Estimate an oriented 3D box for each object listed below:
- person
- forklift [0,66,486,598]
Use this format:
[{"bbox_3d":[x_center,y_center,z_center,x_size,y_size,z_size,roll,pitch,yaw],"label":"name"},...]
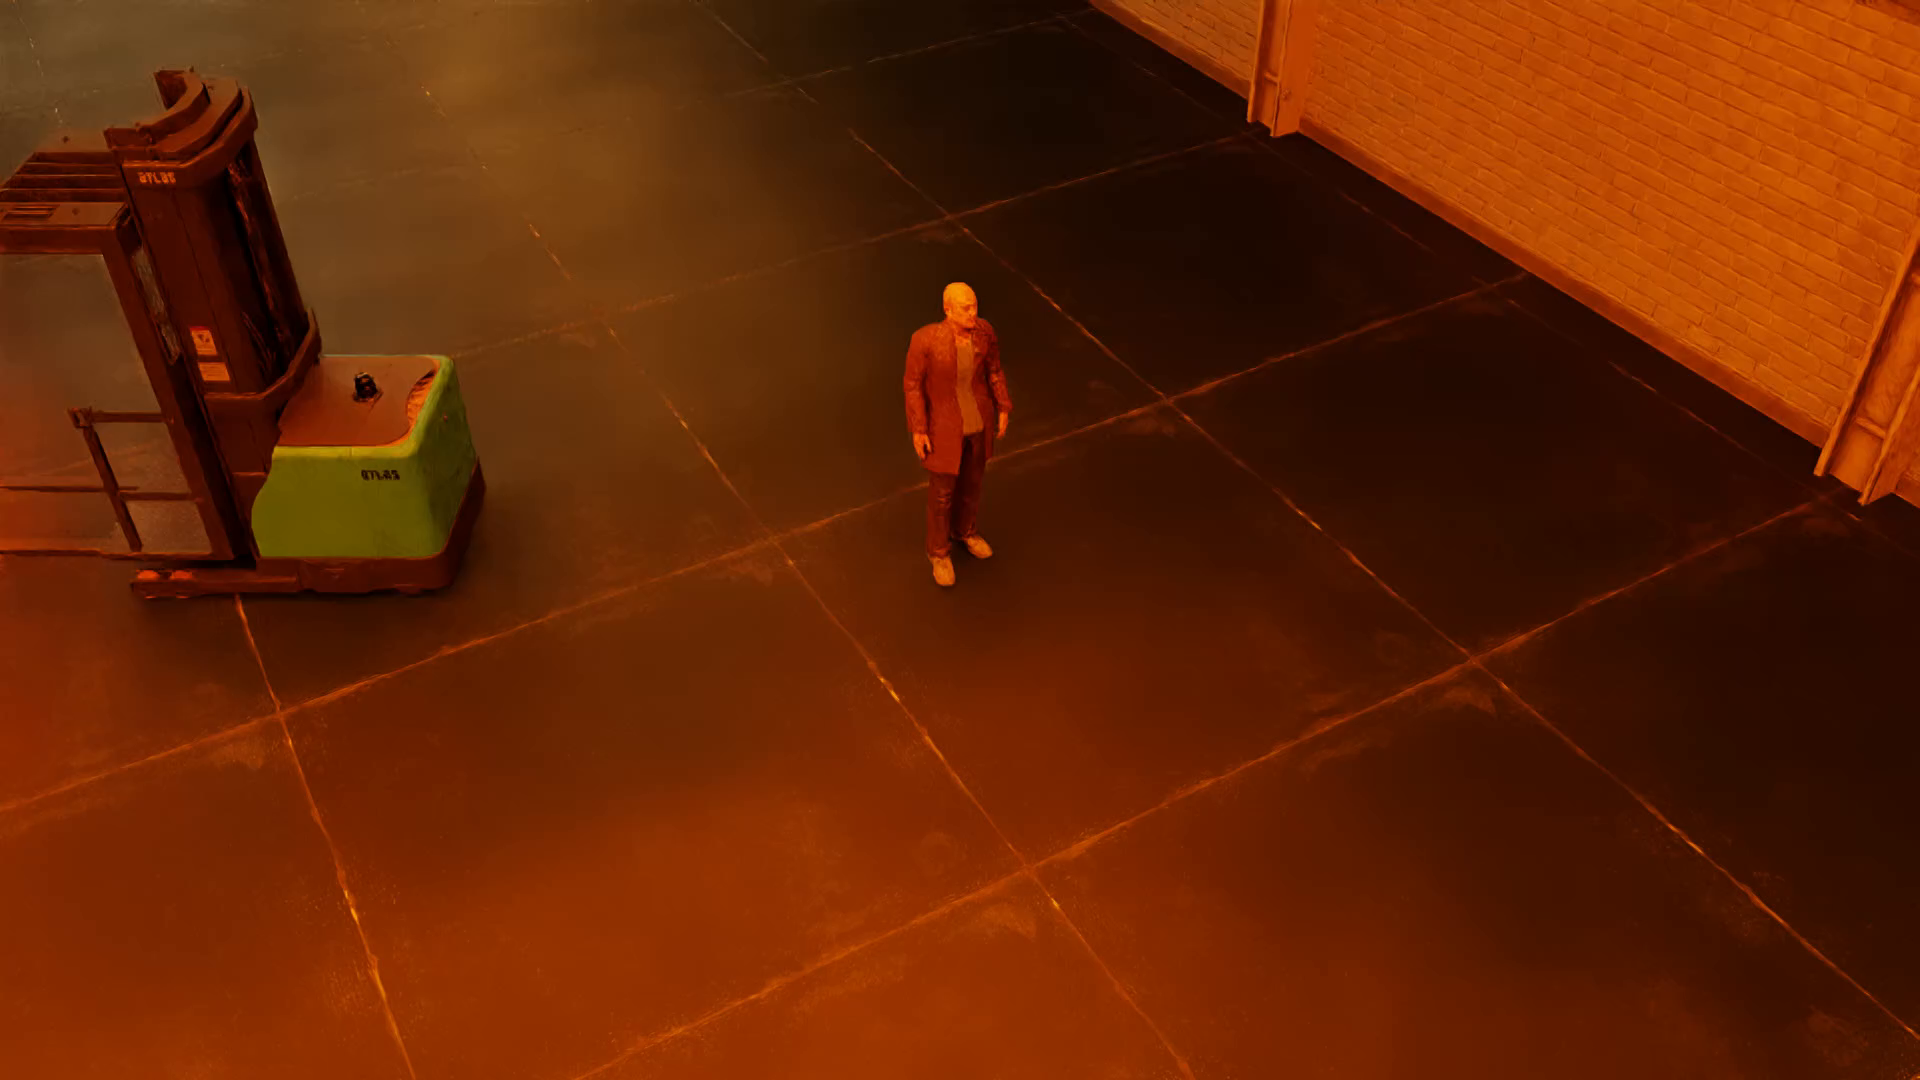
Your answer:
[{"bbox_3d":[0.042,-0.604,9.726,0.694,1.687,0.580,-20,44,-23],"label":"person"},{"bbox_3d":[-4.541,-1.120,9.387,3.031,2.935,1.130,0,40,0],"label":"forklift"}]
